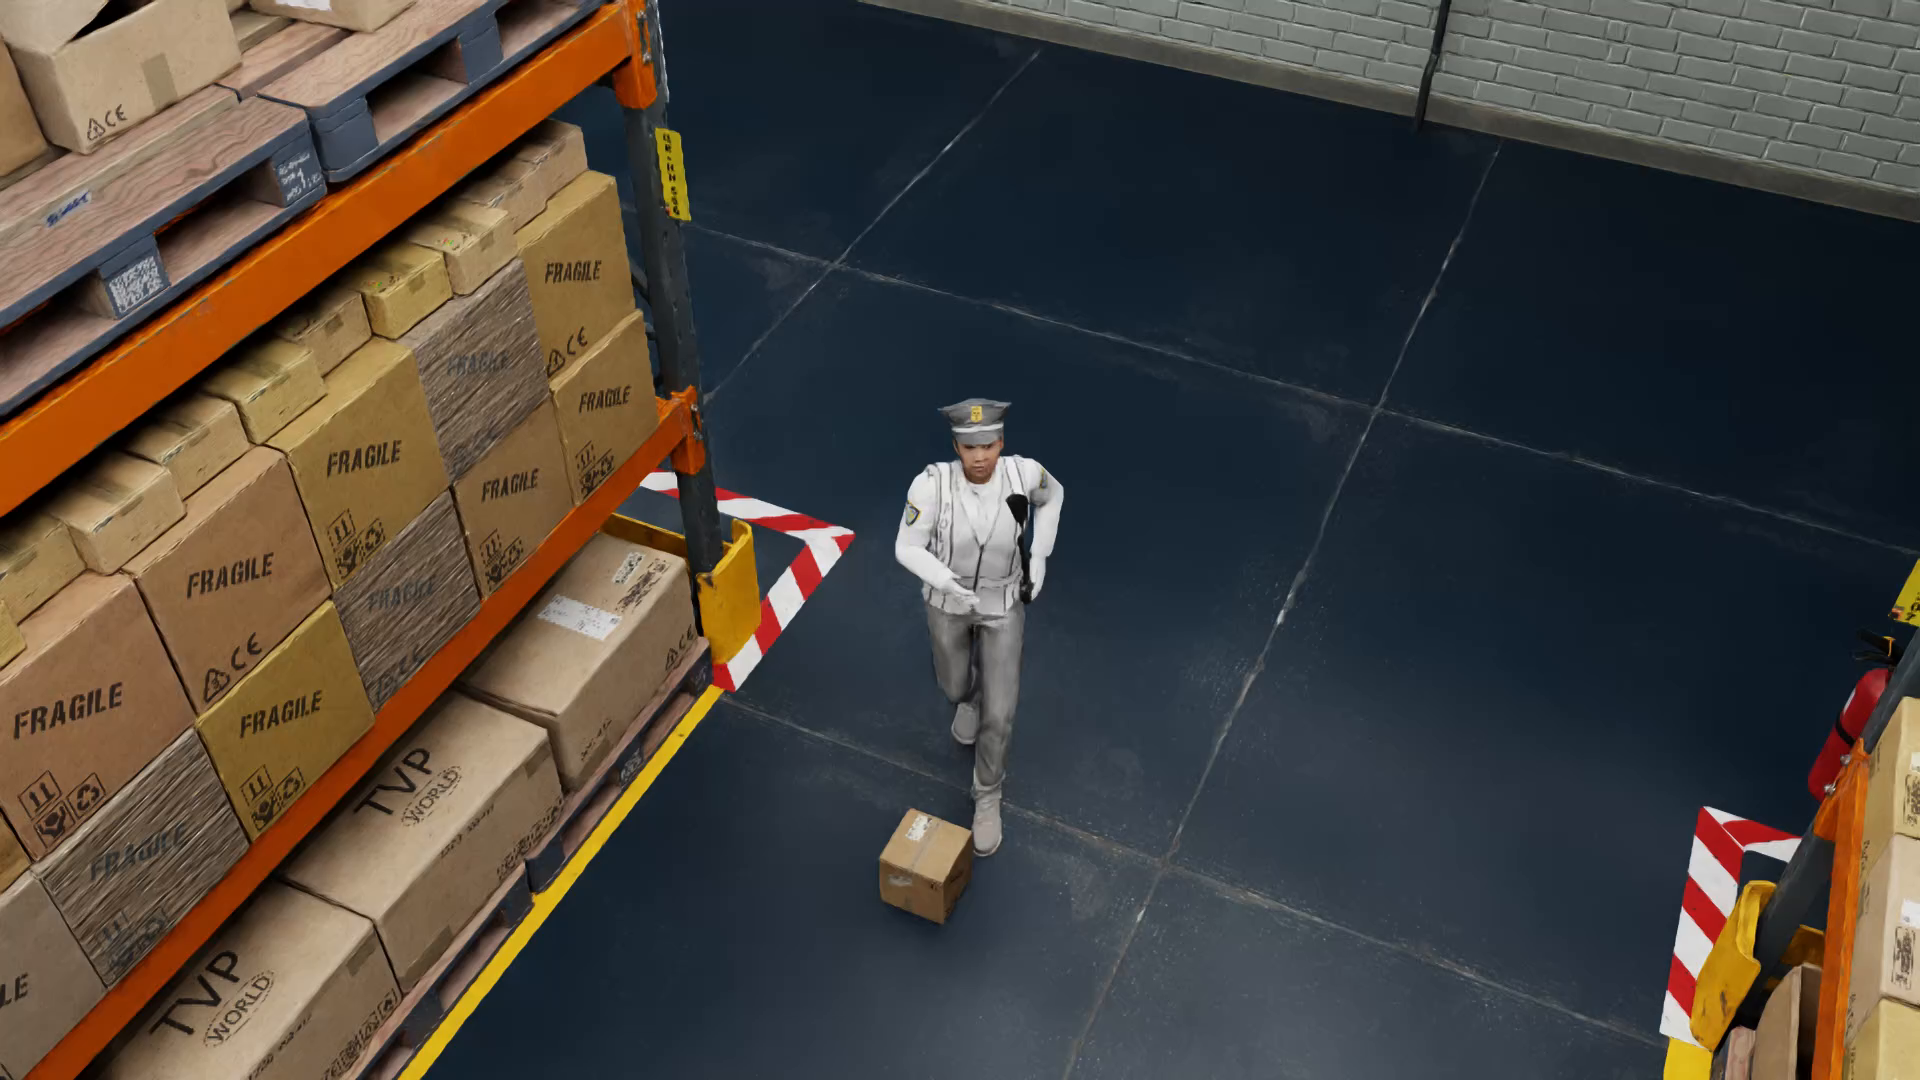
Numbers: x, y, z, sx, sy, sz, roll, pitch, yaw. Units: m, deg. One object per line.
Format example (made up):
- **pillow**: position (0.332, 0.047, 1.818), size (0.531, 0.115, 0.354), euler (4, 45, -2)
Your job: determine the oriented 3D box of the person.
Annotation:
- **person**: position (0.059, 0.274, 5.838), size (0.574, 1.682, 0.805), euler (3, 42, 3)
